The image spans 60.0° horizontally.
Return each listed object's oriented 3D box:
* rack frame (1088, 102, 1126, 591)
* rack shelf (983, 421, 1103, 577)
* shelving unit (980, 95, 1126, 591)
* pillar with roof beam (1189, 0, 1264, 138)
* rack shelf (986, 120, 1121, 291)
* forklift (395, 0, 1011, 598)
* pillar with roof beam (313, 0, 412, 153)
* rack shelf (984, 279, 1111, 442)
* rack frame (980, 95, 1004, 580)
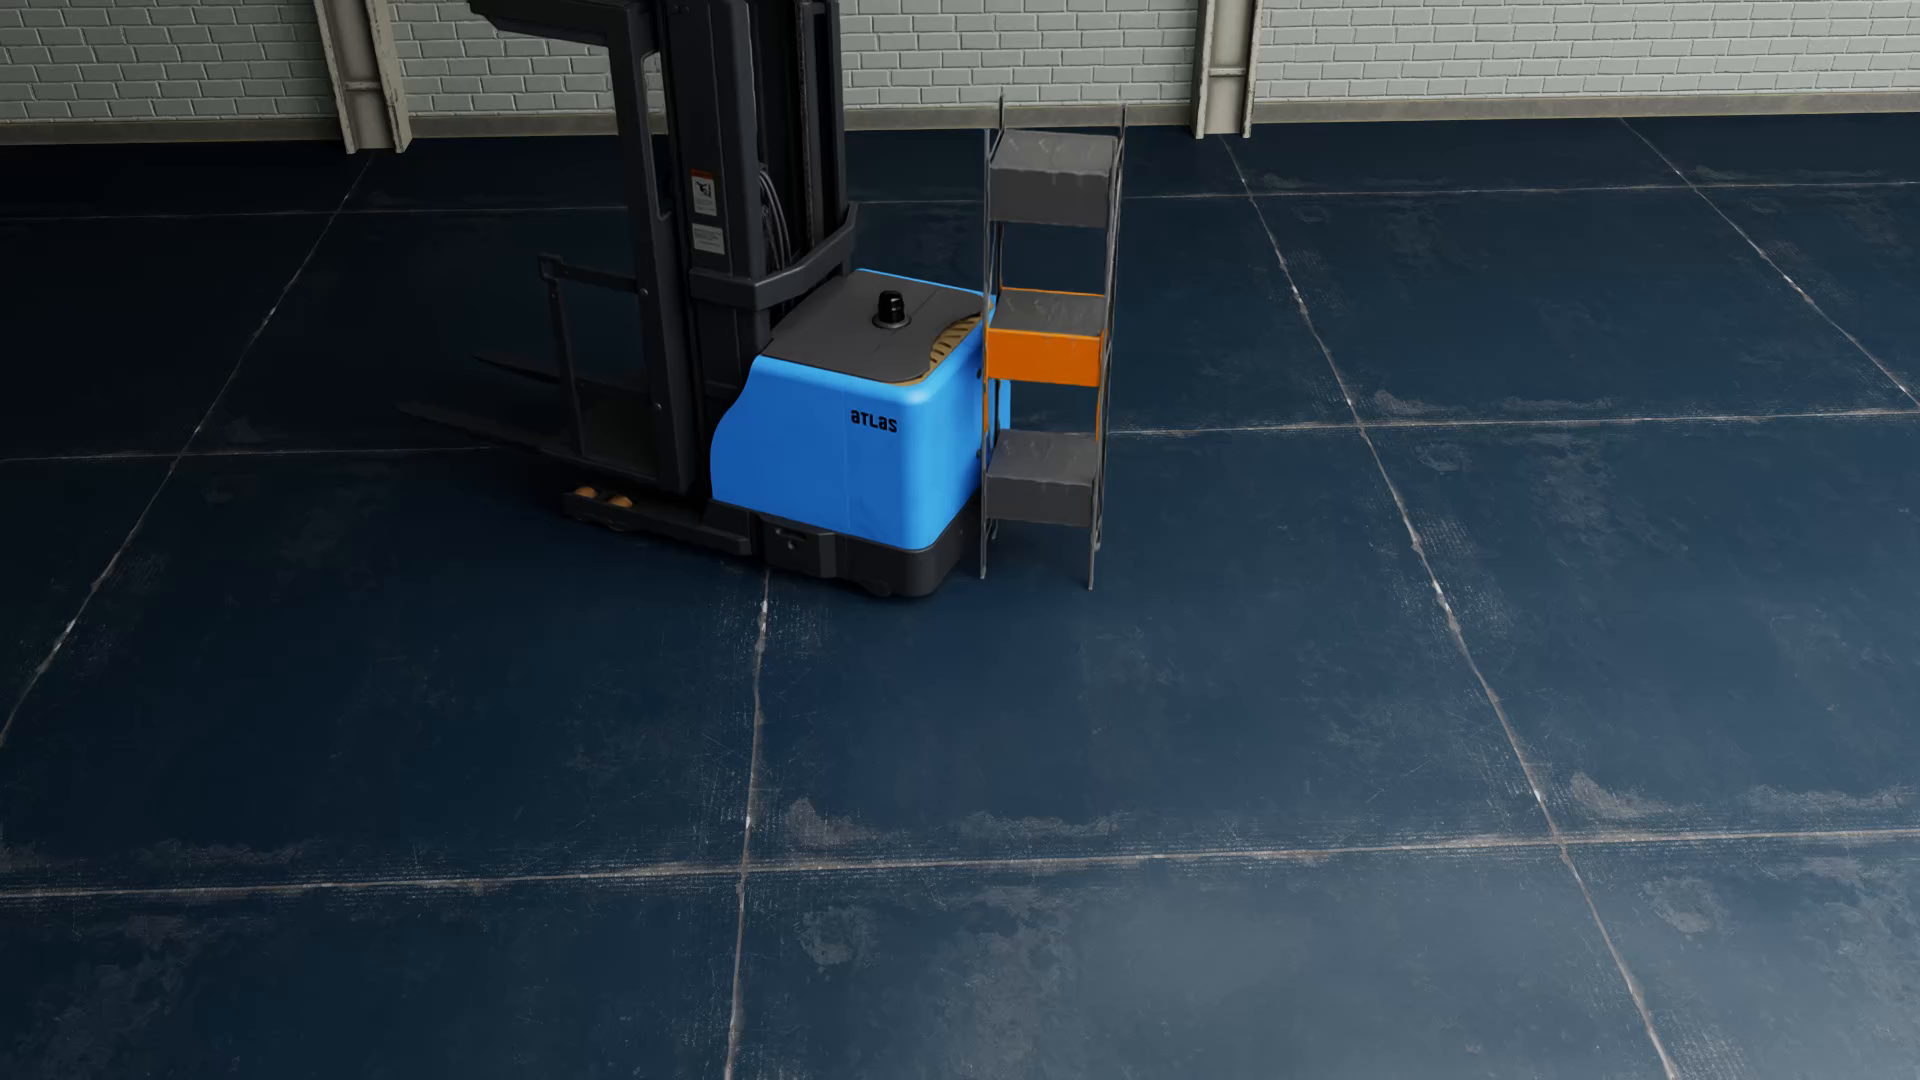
[{"bbox_3d":[0.615,-0.749,6.987,0.015,2.100,0.400,6,35,8],"label":"rack frame"},{"bbox_3d":[0.374,-0.186,7.427,0.480,0.518,0.431,6,35,8],"label":"rack shelf"},{"bbox_3d":[0.374,-0.772,7.021,0.503,2.100,0.431,6,35,8],"label":"shelving unit"},{"bbox_3d":[2.079,-4.221,5.941,0.400,9.000,9.100,-2,35,-2],"label":"pillar with roof beam"},{"bbox_3d":[0.374,-1.337,6.630,0.480,0.518,0.431,6,35,8],"label":"rack shelf"},{"bbox_3d":[-1.314,-1.504,7.347,3.031,2.935,1.130,14,37,20],"label":"forklift"},{"bbox_3d":[-3.914,-4.059,5.708,0.400,9.000,9.100,-2,35,-2],"label":"pillar with roof beam"},{"bbox_3d":[0.374,-0.761,7.029,0.480,0.518,0.431,6,35,8],"label":"rack shelf"},{"bbox_3d":[0.134,-0.796,7.055,0.015,2.100,0.400,6,35,8],"label":"rack frame"}]
